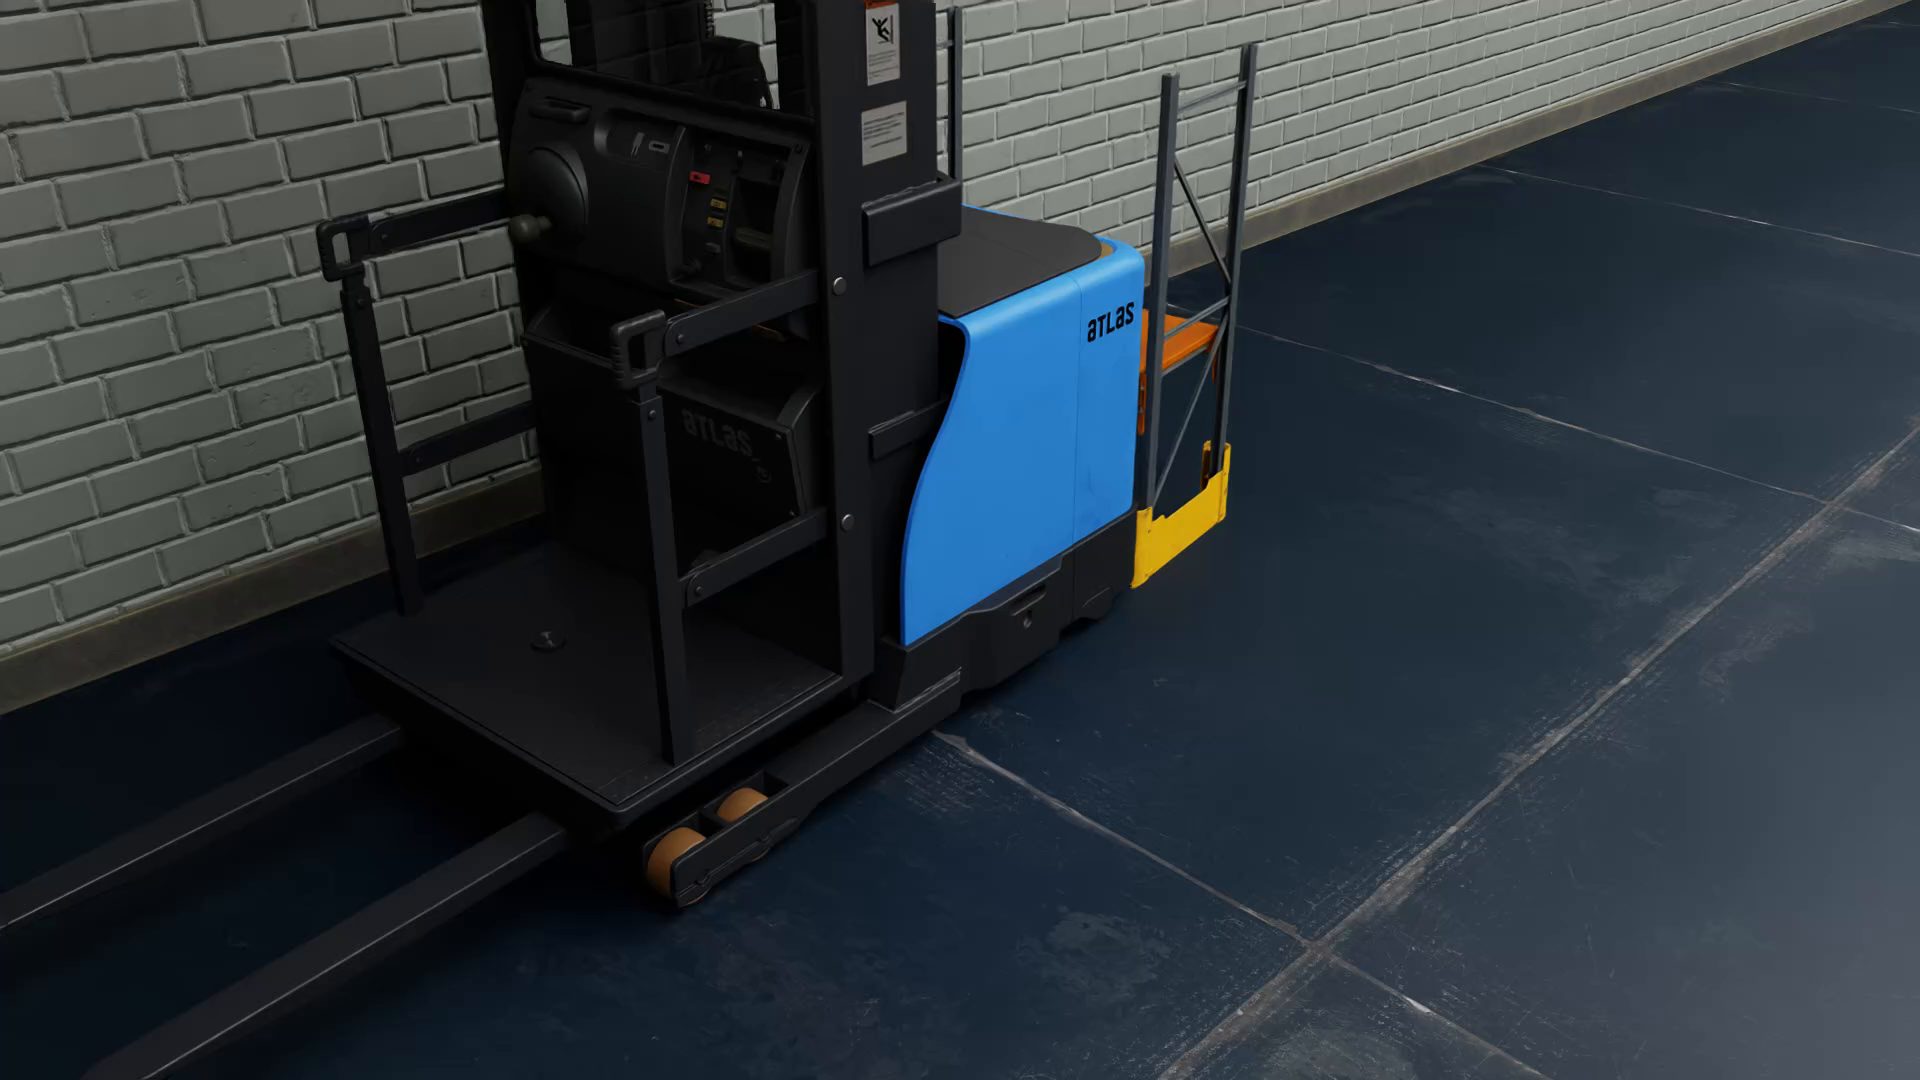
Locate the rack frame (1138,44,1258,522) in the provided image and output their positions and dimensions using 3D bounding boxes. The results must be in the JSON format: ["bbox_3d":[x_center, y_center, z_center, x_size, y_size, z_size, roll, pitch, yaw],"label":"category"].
[{"bbox_3d":[0.682,-0.638,4.853,0.032,1.500,0.500,18,33,31],"label":"rack frame"}]

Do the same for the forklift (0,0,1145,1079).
[{"bbox_3d":[-0.817,-0.749,3.525,1.130,2.935,3.031,21,34,34],"label":"forklift"}]

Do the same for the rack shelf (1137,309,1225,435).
[{"bbox_3d":[0.267,-0.616,5.197,1.000,0.185,0.538,18,33,31],"label":"rack shelf"}]

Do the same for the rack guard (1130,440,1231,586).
[{"bbox_3d":[0.666,-0.091,5.154,0.087,0.250,0.587,18,33,31],"label":"rack guard"}]

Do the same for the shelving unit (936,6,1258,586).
[{"bbox_3d":[0.260,-0.778,5.117,1.083,1.500,0.587,18,33,31],"label":"shelving unit"}]

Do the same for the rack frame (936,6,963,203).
[{"bbox_3d":[-0.148,-0.912,5.373,0.032,1.500,0.500,18,33,31],"label":"rack frame"}]
